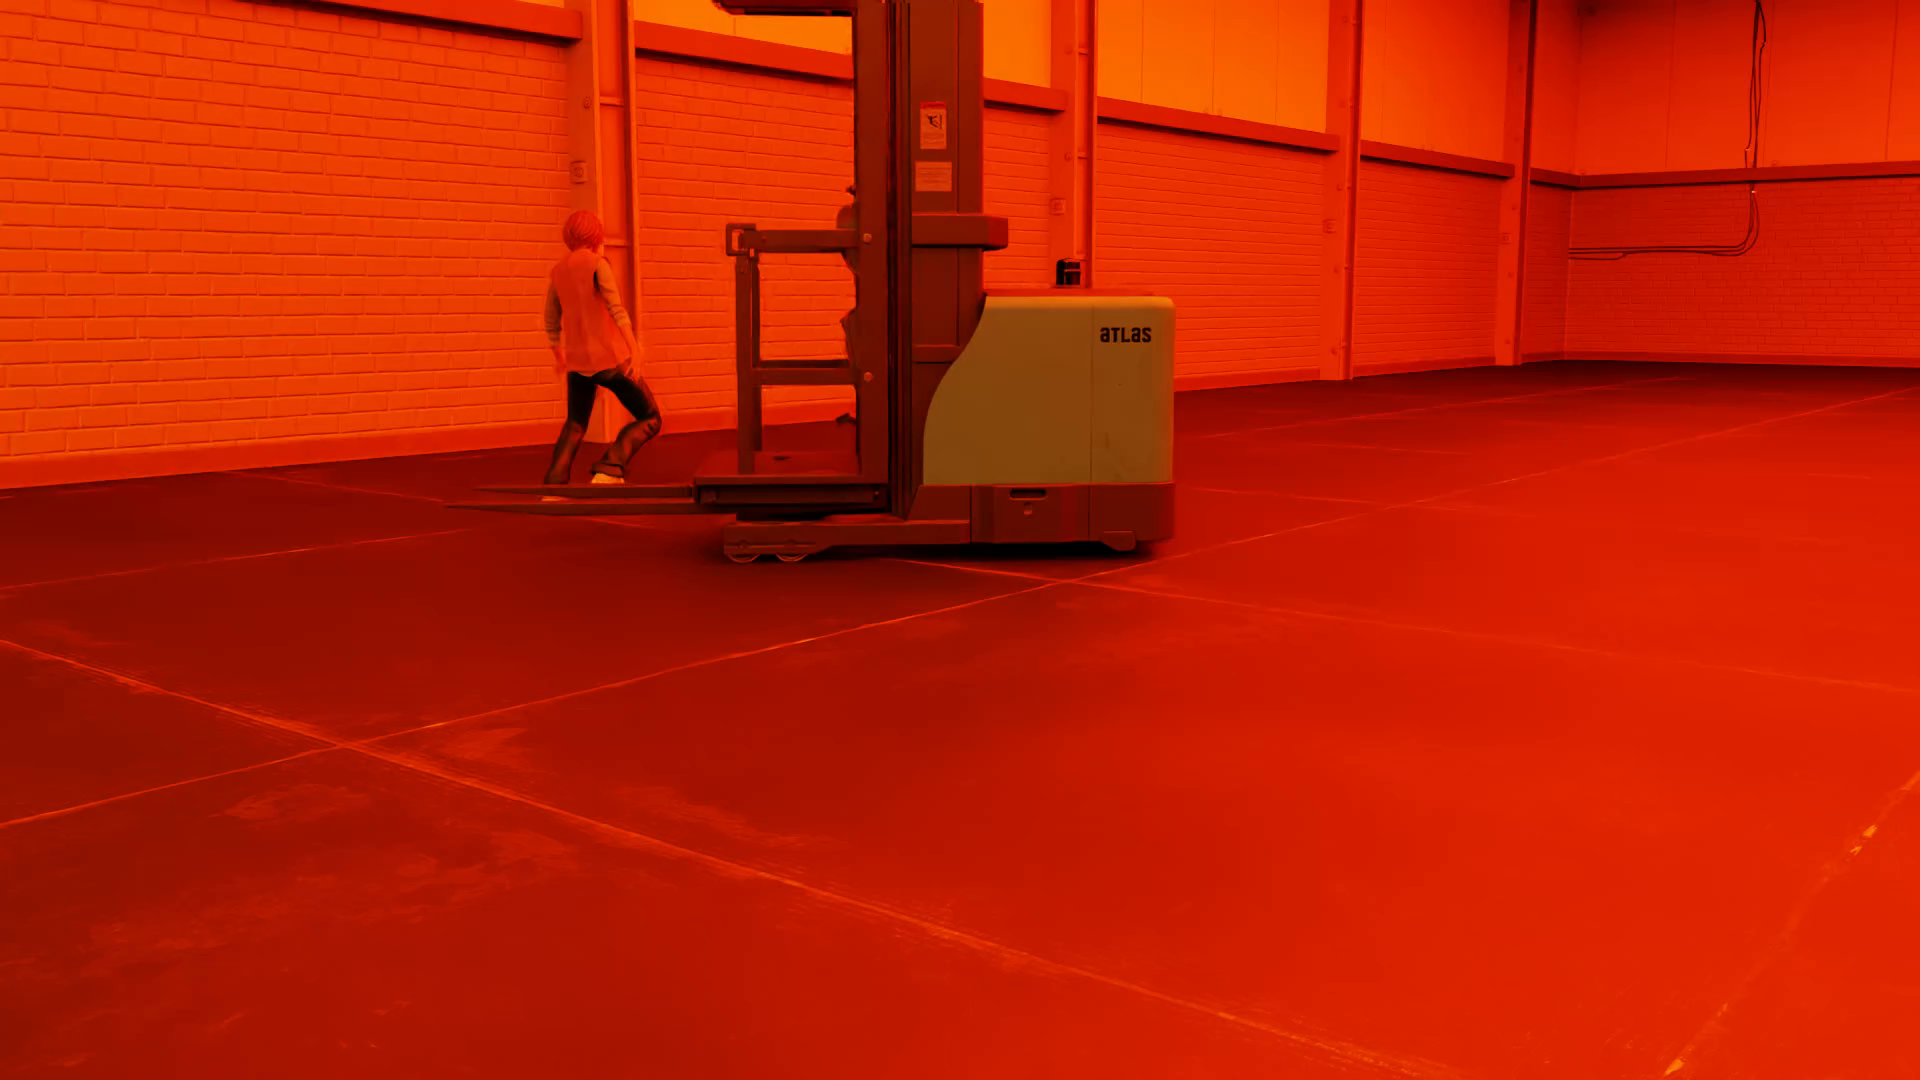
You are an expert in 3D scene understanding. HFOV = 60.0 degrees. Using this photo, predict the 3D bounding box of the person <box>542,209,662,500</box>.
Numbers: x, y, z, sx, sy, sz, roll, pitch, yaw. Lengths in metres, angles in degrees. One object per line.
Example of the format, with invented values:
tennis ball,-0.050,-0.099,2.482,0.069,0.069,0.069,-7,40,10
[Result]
person,-1.836,-0.907,8.451,0.764,1.506,0.447,6,10,37

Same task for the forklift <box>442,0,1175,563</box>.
forklift,-0.644,-1.436,7.093,3.031,2.935,1.130,-1,8,-5
